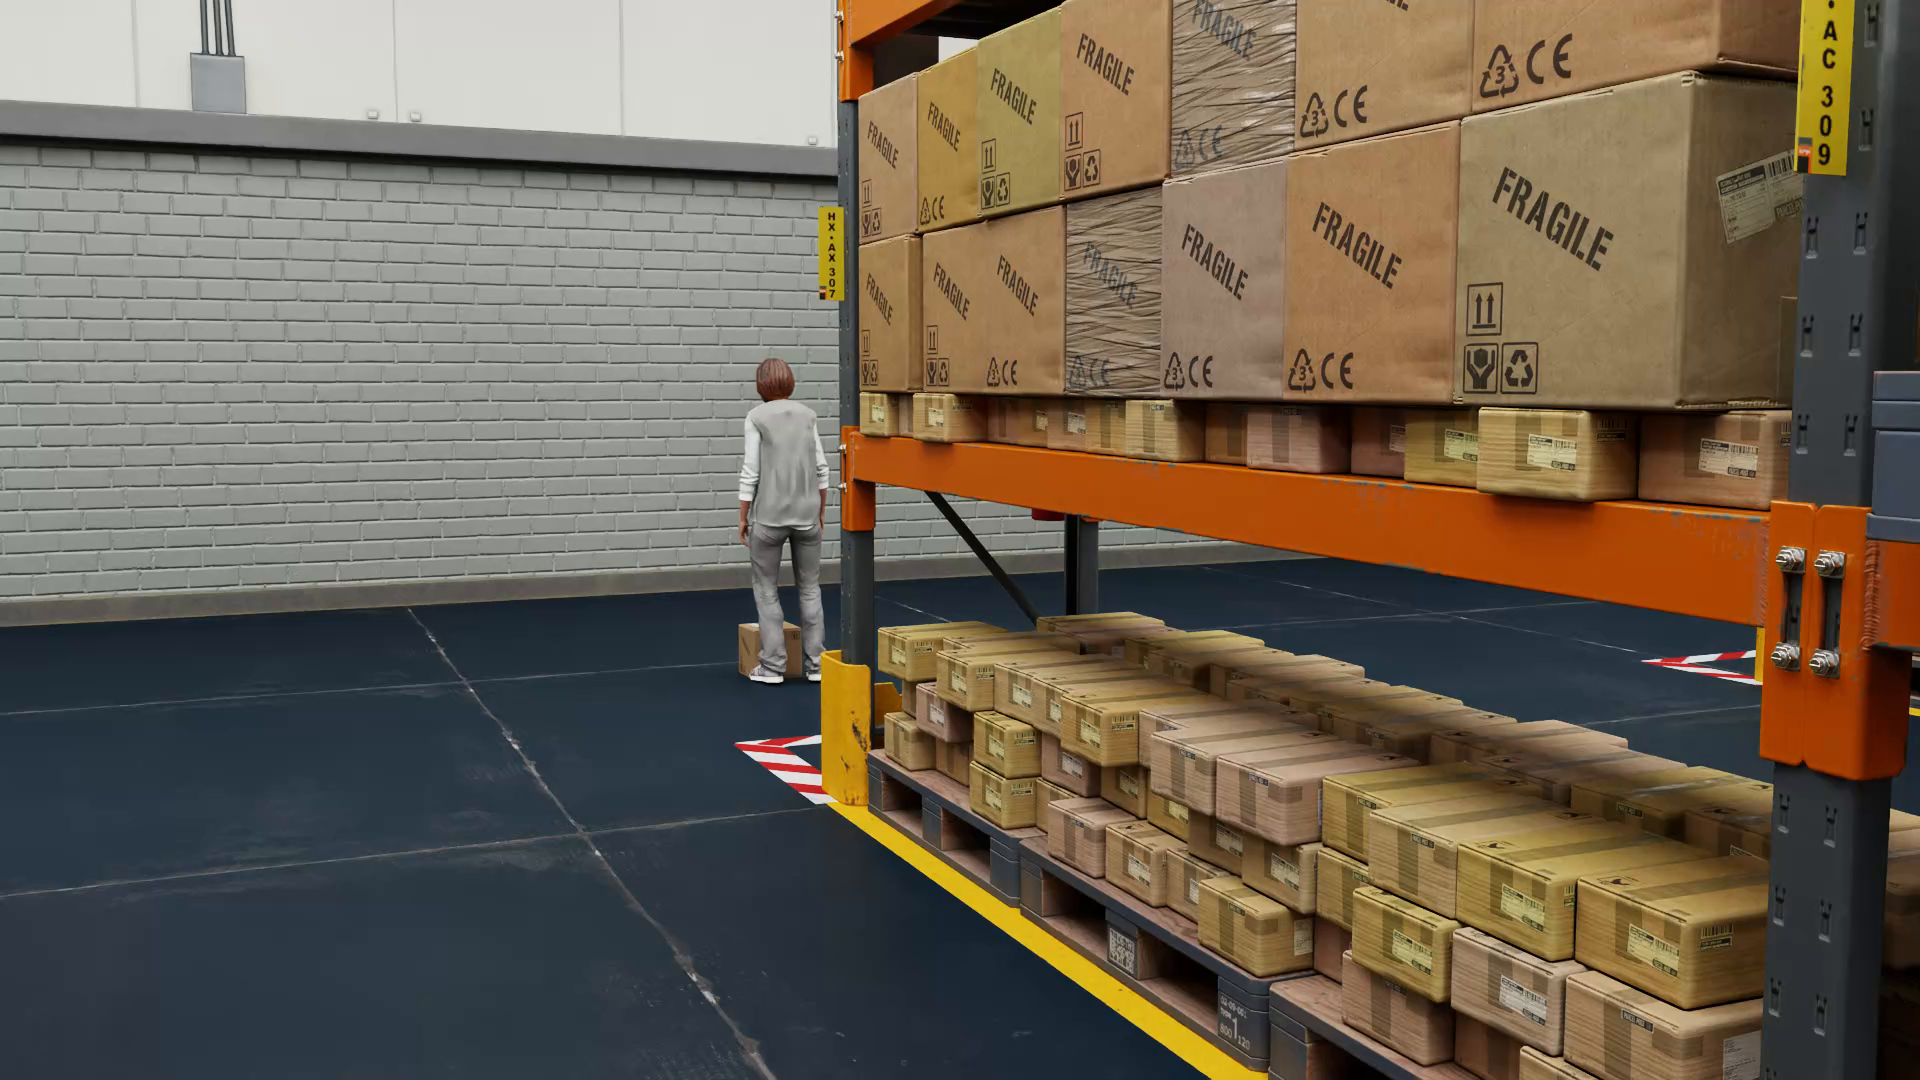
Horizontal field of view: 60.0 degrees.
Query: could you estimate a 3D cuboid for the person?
[{"bbox_3d":[-0.863,-0.090,8.136,0.480,1.592,0.378,-3,6,-27],"label":"person"}]
